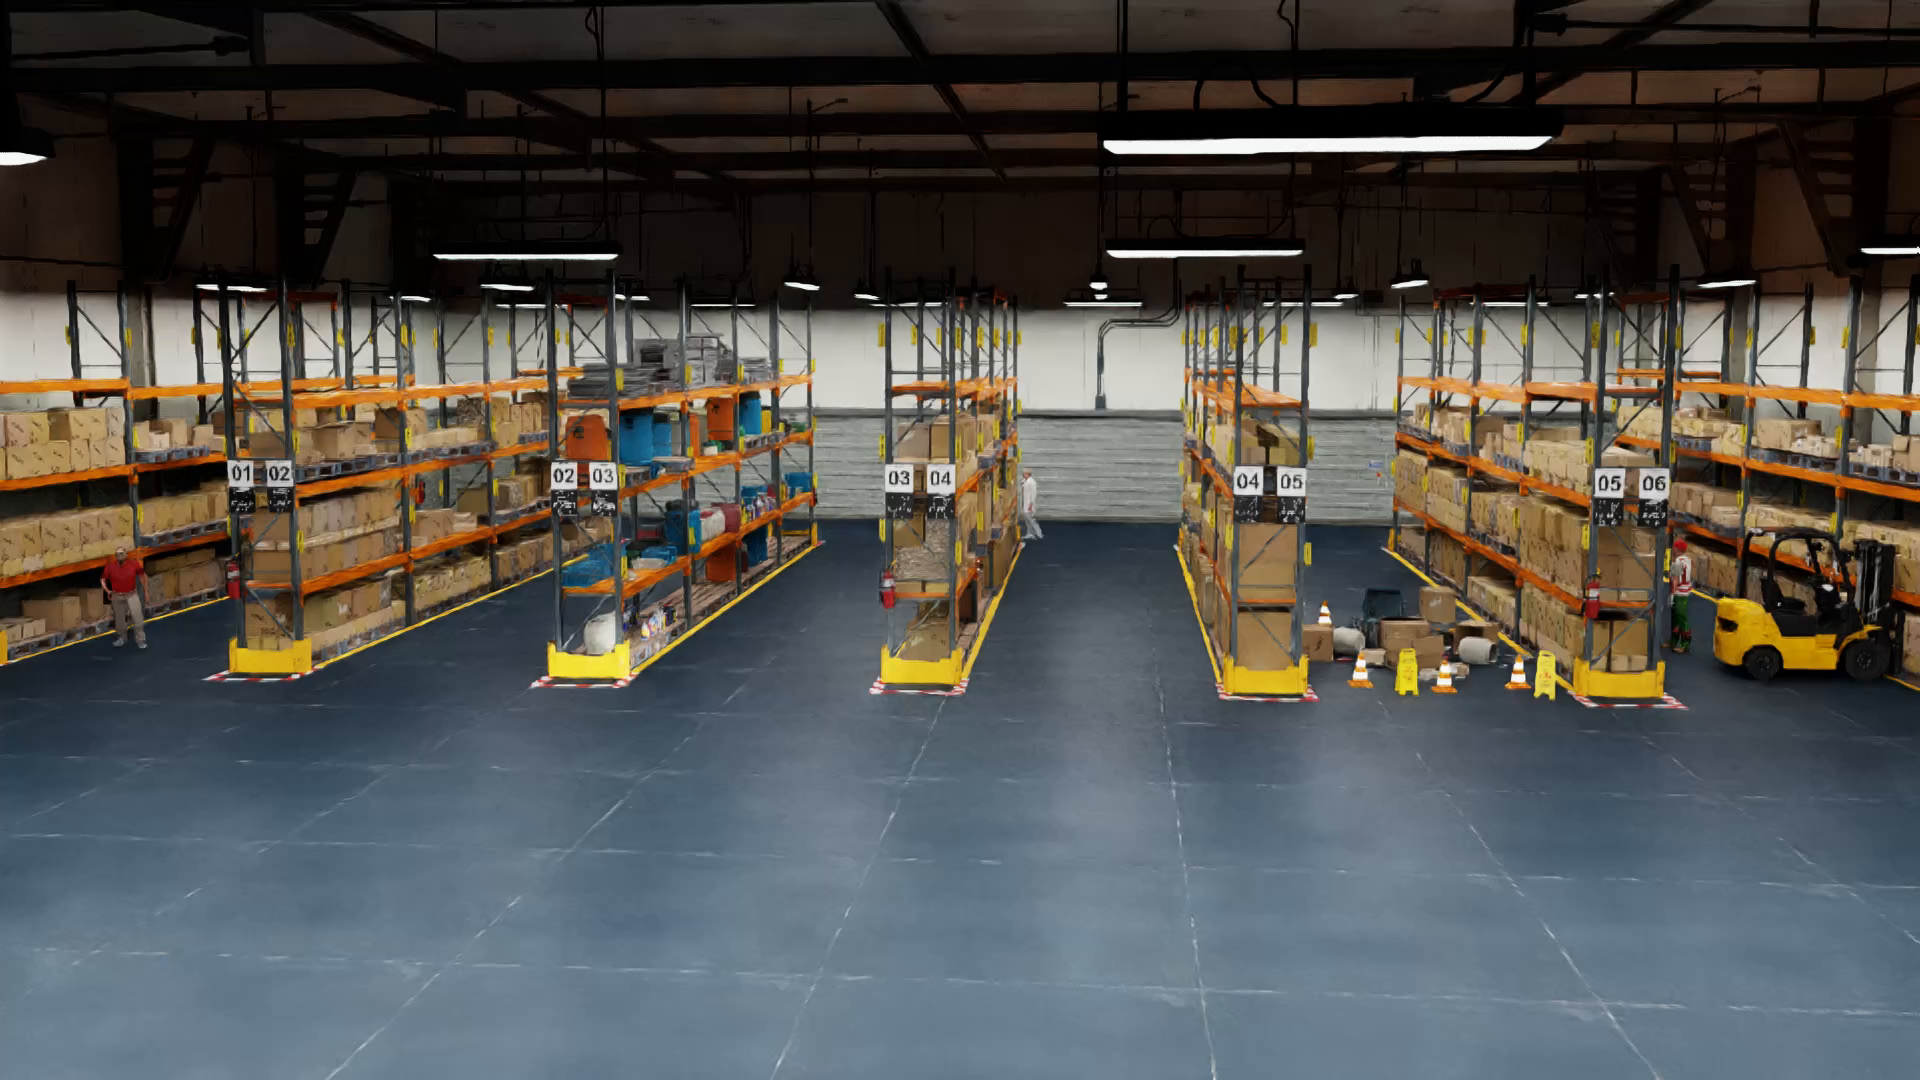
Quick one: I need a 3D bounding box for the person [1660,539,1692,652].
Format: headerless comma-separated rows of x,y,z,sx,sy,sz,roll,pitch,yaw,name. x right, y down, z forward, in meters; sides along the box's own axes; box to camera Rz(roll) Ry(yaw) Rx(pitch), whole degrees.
11.476,0.870,26.642,0.577,1.785,0.655,5,9,36,person

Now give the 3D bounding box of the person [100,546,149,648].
-13.479,0.910,26.888,0.700,1.665,0.815,-2,7,-15,person

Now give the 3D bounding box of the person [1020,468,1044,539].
1.765,-0.900,41.268,0.526,1.771,0.753,-3,8,-26,person
